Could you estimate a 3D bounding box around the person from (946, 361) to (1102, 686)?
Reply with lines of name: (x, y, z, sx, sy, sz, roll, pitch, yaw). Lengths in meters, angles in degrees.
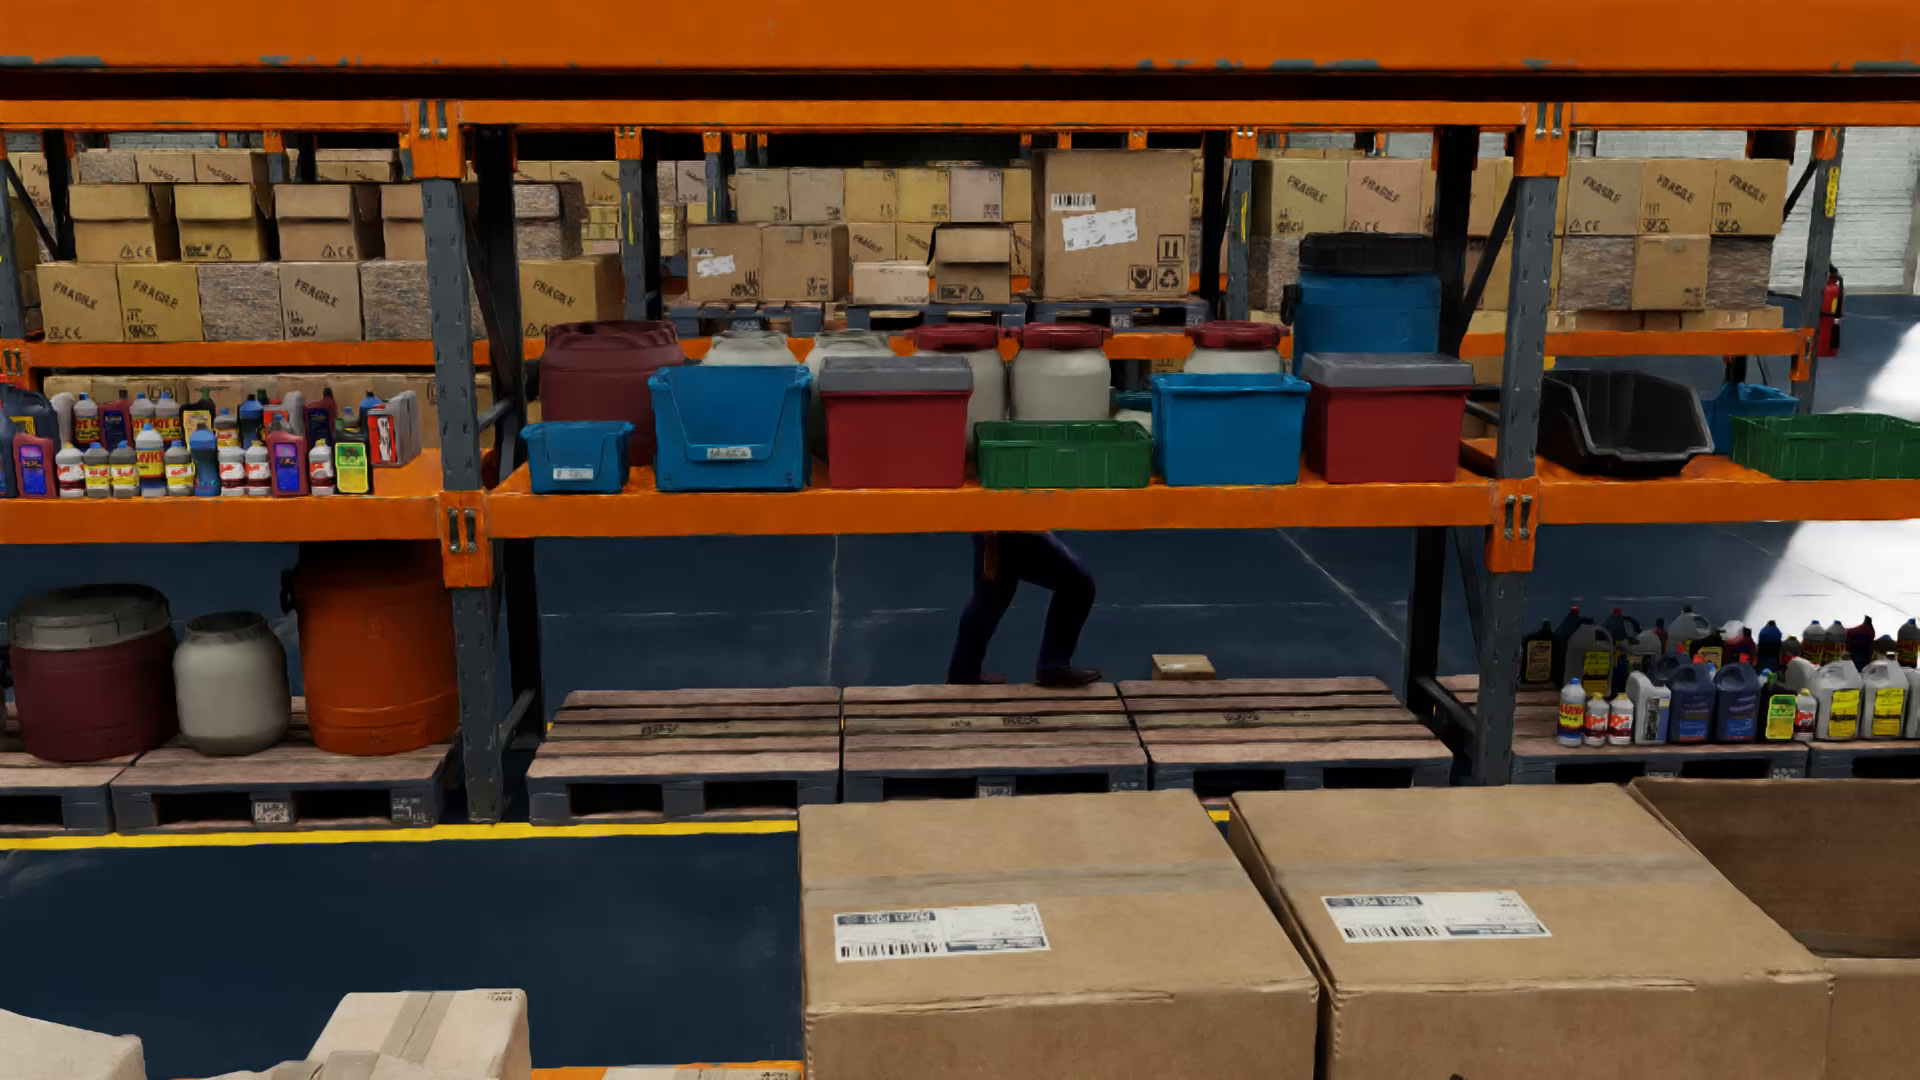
person: (0.286, -0.012, 7.561, 0.761, 1.617, 0.648, 2, 14, 7)
